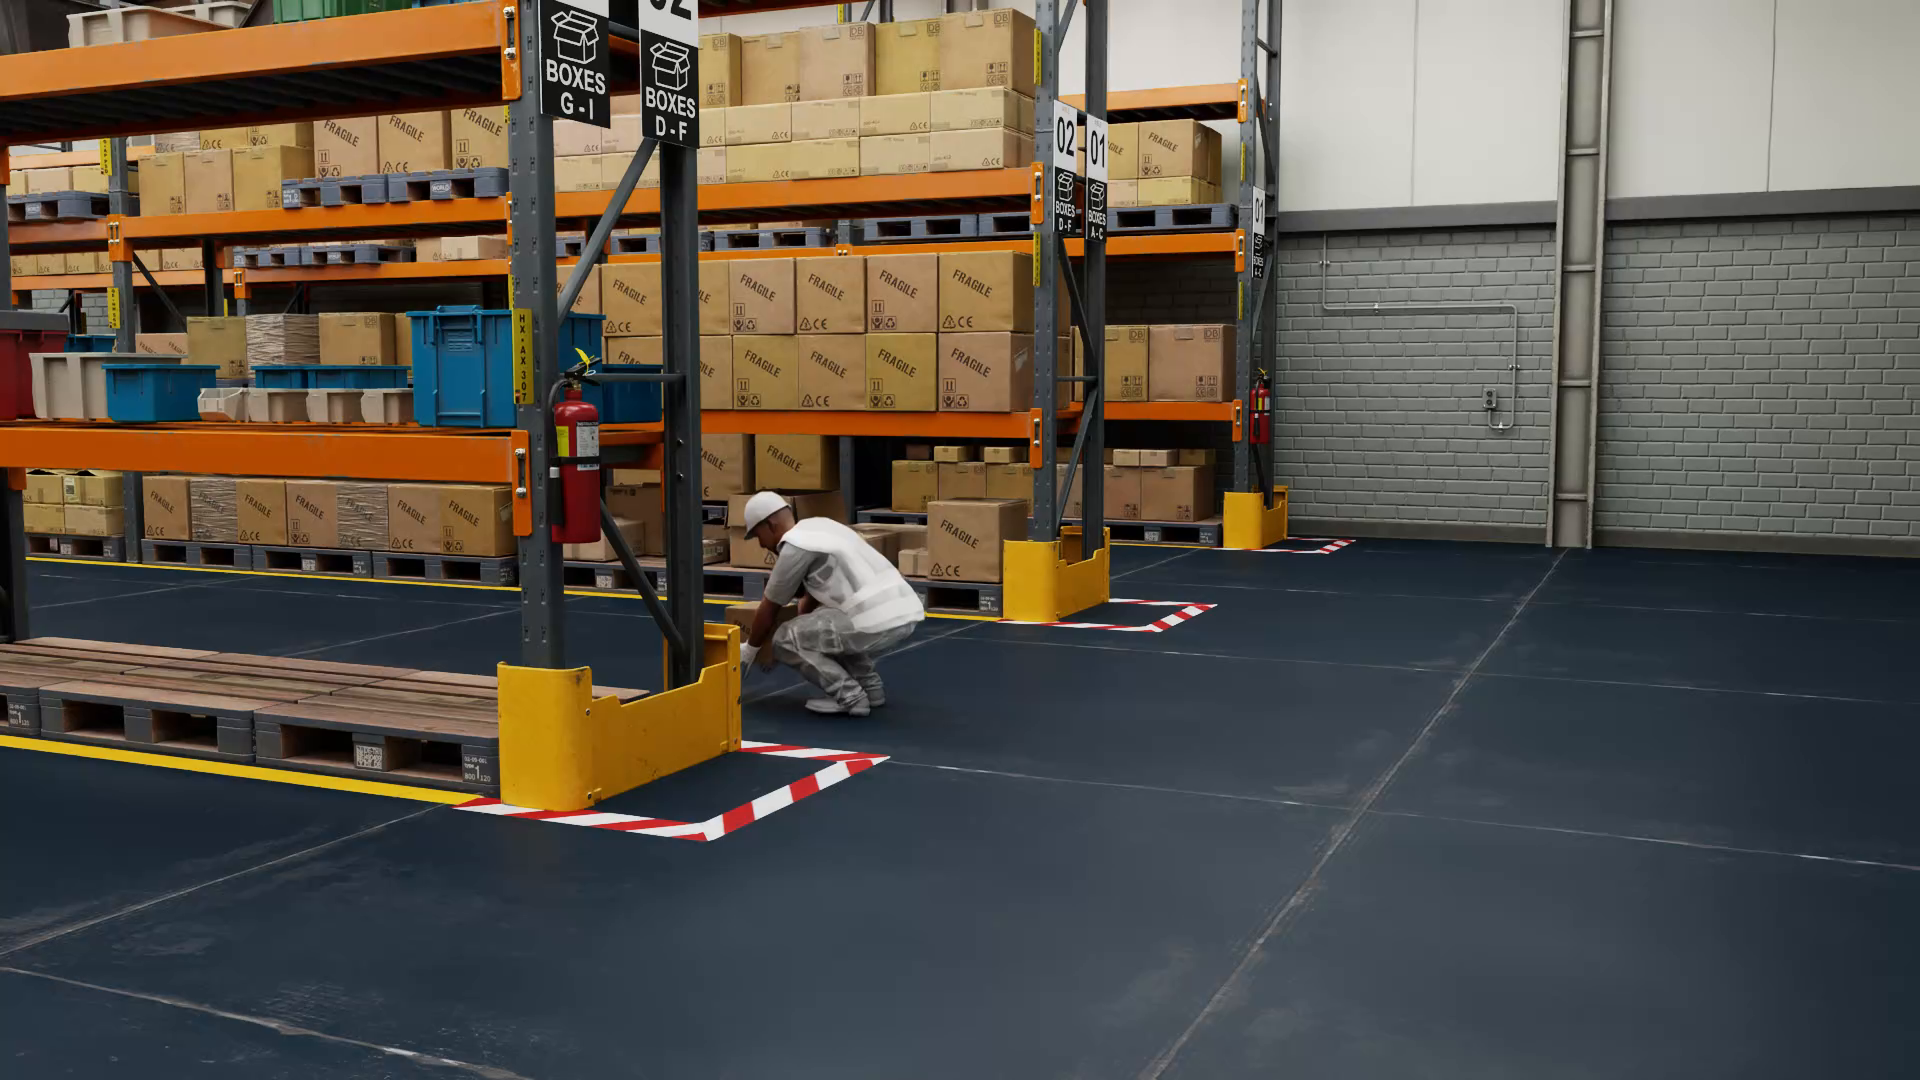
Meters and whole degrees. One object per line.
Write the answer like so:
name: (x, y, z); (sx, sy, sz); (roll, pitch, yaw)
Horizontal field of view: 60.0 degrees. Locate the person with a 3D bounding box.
person: (-0.632, 0.280, 7.619); (0.904, 0.998, 0.559); (2, 6, 23)
